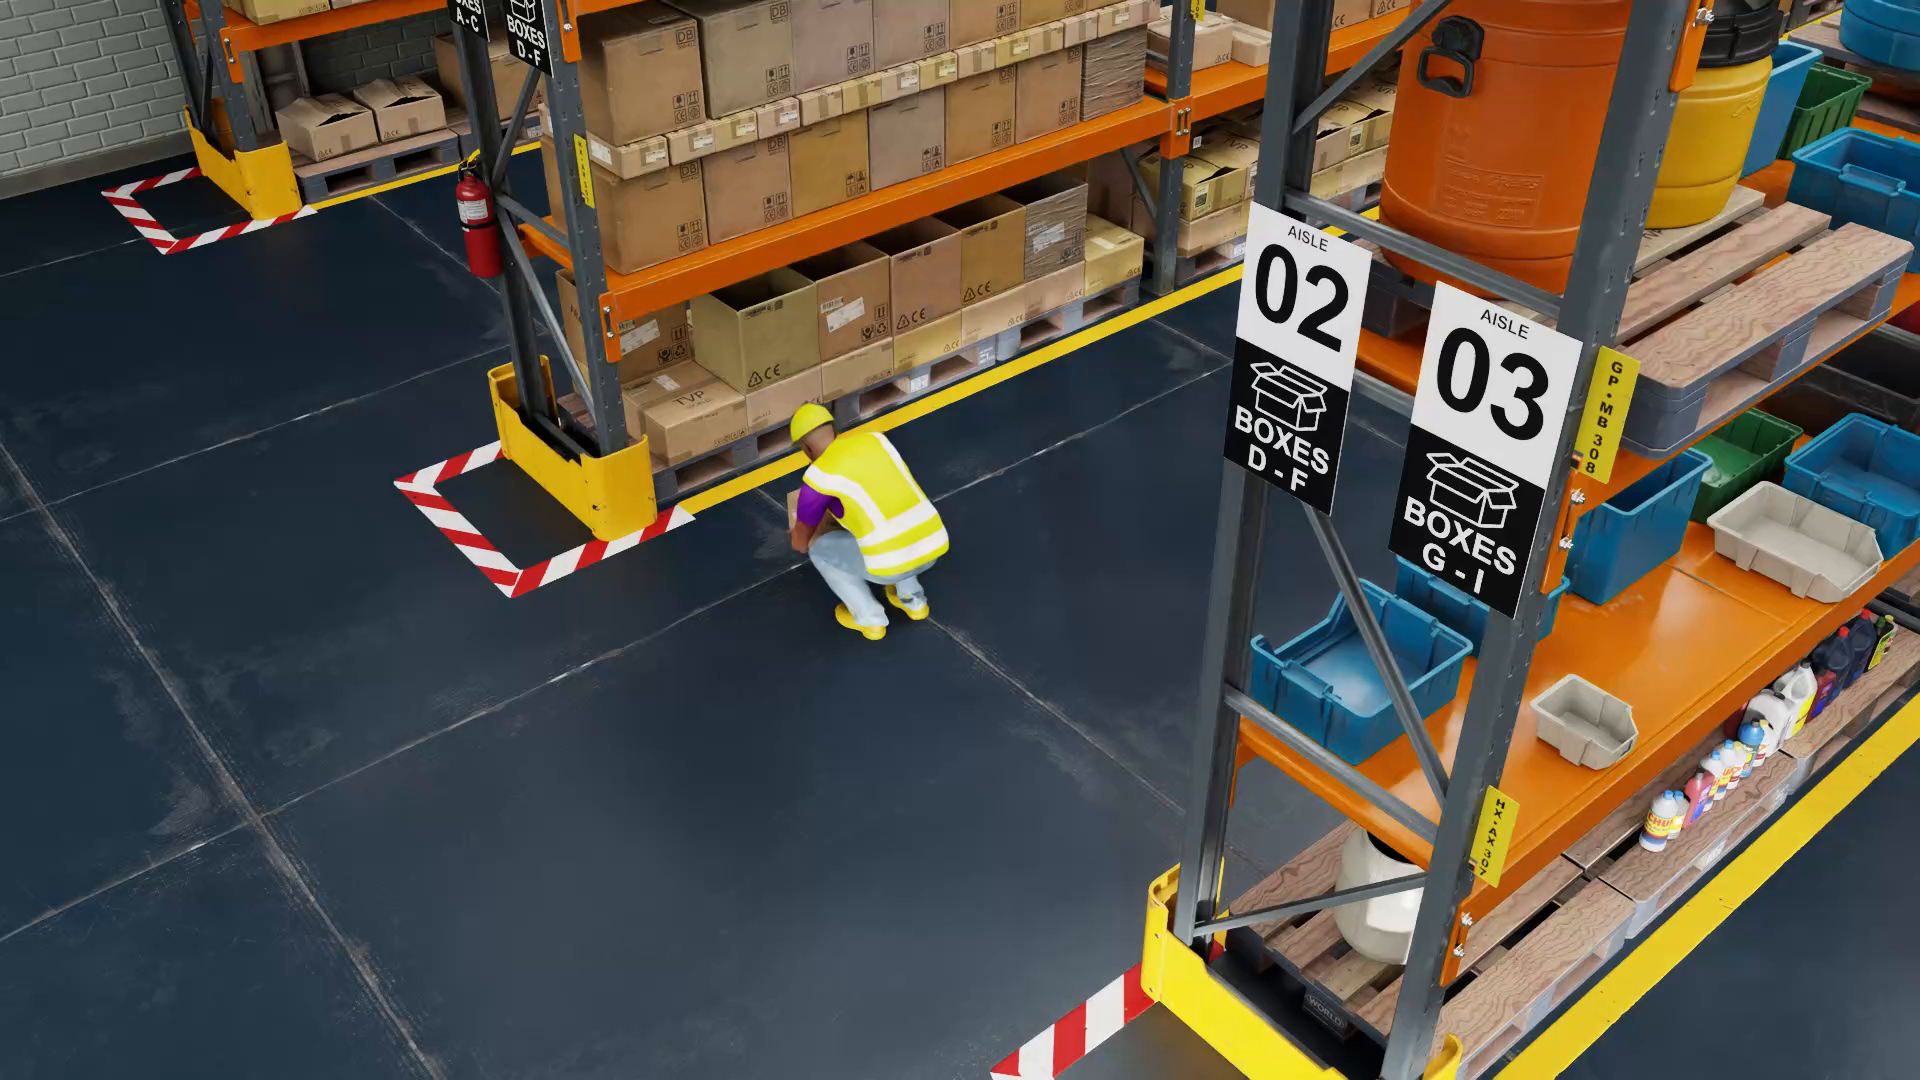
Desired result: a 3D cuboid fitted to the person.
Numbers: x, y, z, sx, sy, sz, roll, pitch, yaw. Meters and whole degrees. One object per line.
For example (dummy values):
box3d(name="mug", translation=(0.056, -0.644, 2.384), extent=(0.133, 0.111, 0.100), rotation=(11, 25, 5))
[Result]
box3d(name="person", translation=(-0.482, -0.095, 7.846), extent=(0.544, 1.012, 0.898), rotation=(-27, 44, -32))
